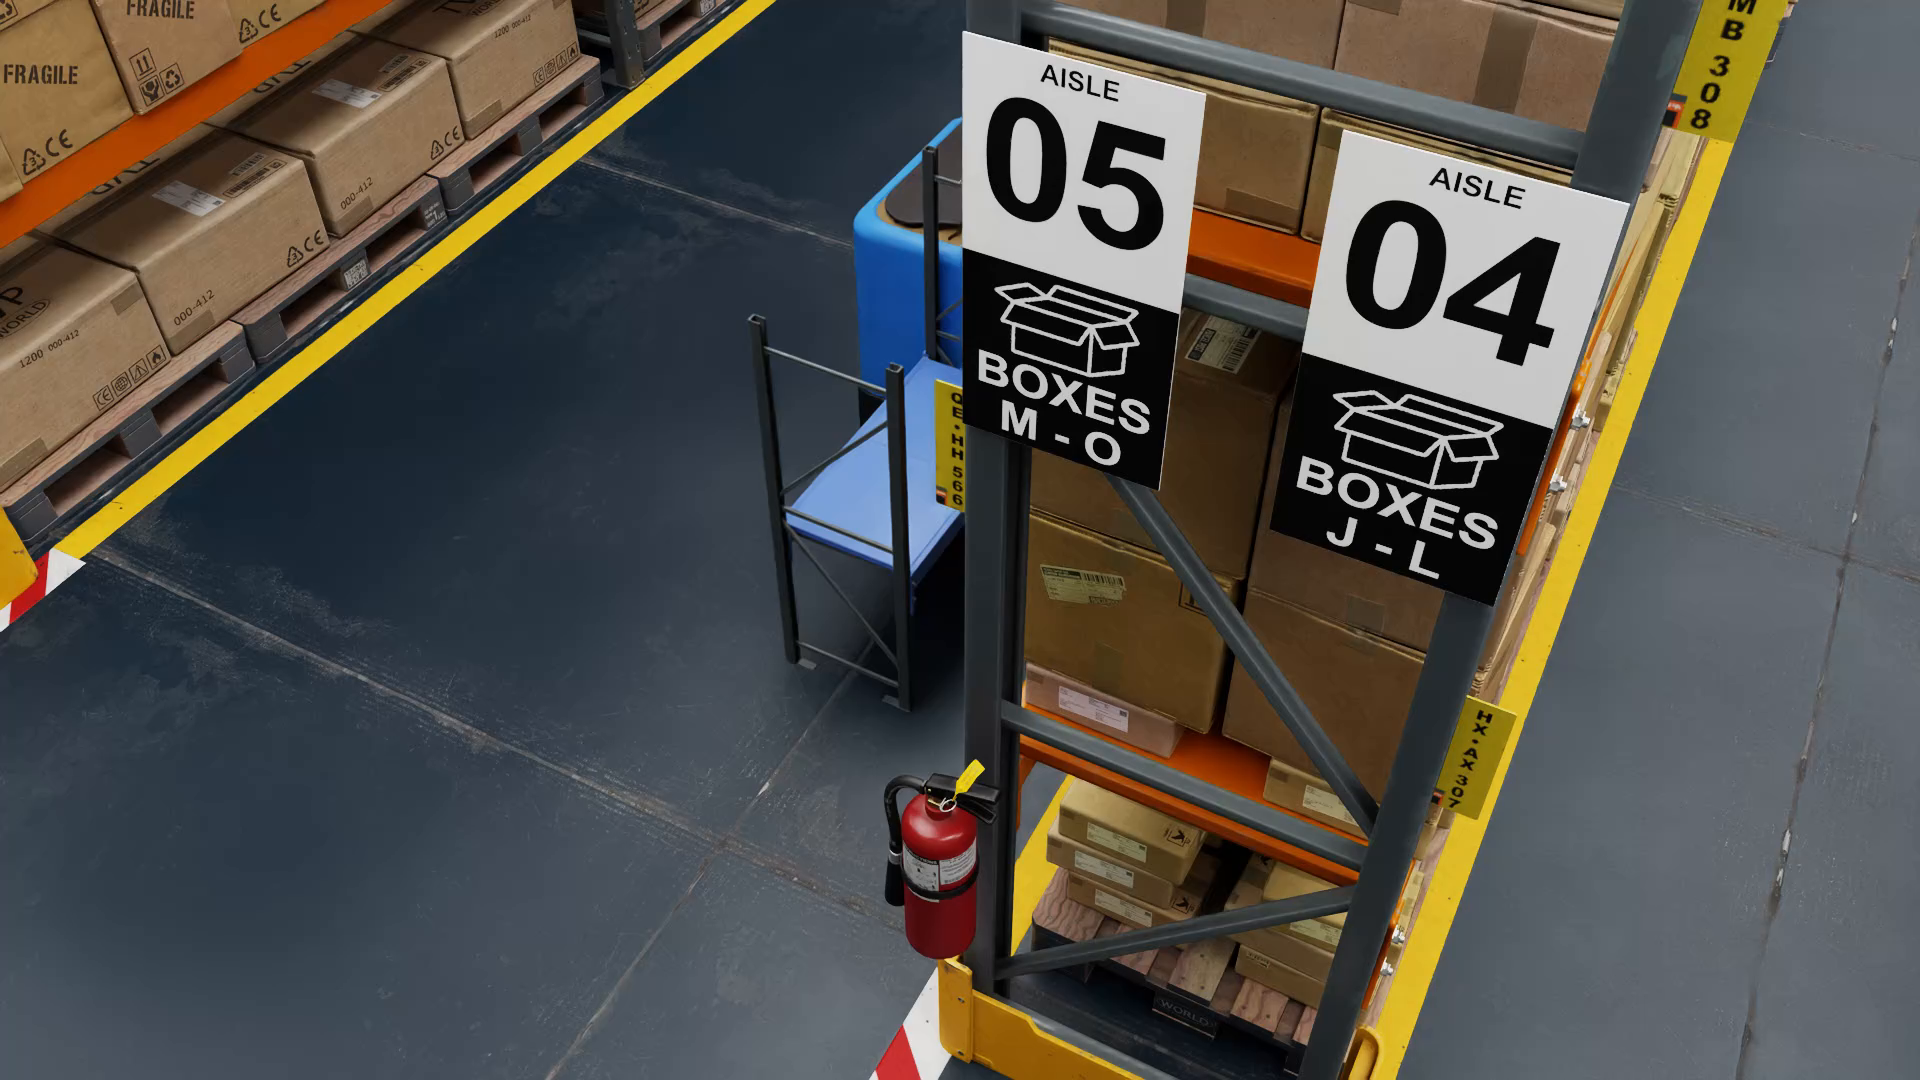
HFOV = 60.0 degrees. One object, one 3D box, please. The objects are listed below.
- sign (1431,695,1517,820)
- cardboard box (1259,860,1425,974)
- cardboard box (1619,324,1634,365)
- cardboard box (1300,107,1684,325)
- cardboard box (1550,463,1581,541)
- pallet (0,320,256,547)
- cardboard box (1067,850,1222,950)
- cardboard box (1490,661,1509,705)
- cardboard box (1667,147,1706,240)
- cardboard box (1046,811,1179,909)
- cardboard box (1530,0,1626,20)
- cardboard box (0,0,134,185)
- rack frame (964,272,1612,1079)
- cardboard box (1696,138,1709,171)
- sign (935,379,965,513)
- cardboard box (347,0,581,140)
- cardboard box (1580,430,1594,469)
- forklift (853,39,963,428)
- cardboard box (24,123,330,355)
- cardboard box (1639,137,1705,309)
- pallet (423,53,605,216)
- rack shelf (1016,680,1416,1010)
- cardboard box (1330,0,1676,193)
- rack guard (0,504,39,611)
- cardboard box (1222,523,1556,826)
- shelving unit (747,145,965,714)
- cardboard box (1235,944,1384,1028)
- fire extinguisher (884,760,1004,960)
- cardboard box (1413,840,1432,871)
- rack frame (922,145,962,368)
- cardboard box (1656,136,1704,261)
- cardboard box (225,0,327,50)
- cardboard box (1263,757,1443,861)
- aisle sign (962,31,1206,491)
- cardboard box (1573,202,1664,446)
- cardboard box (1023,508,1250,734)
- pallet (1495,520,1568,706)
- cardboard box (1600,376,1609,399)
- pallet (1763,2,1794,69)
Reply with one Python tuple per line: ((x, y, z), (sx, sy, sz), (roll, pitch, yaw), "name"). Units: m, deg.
((0.960, 0.412, 3.125), (0.100, 0.325, 0.005), (20, 49, 19), "sign")
((1.023, 0.965, 4.478), (0.380, 0.149, 0.250), (18, 48, 17), "cardboard box")
((2.357, -0.755, 6.387), (0.380, 0.149, 0.250), (18, 48, 17), "cardboard box")
((0.914, -0.663, 2.792), (0.500, 0.250, 0.500), (22, 49, 20), "cardboard box")
((1.861, -0.181, 5.611), (0.380, 0.149, 0.250), (19, 48, 18), "cardboard box")
((-3.650, -0.583, 6.677), (1.003, 0.211, 1.213), (20, 49, 19), "pallet")
((0.539, 0.991, 4.870), (0.380, 0.149, 0.250), (21, 49, 20), "cardboard box")
((1.606, 0.372, 5.483), (0.380, 0.149, 0.250), (18, 48, 17), "cardboard box")
((2.914, -1.629, 7.214), (0.500, 0.500, 0.500), (22, 49, 21), "cardboard box")
((0.471, 0.861, 4.790), (0.380, 0.149, 0.250), (19, 48, 18), "cardboard box")
((0.831, -0.909, 2.404), (0.380, 0.149, 0.250), (20, 49, 19), "cardboard box")
((-3.265, -1.604, 5.656), (0.500, 0.500, 0.500), (20, 49, 19), "cardboard box")
((0.479, 0.537, 3.610), (1.000, 3.000, 0.127), (20, 49, 19), "rack frame")
((2.388, -1.439, 5.740), (0.380, 0.149, 0.250), (19, 48, 18), "cardboard box")
((-0.003, -0.177, 3.279), (0.100, 0.325, 0.005), (20, 49, 19), "sign")
((-2.482, -2.440, 8.059), (0.875, 0.438, 0.875), (20, 49, 19), "cardboard box")
((2.195, -0.445, 6.290), (0.380, 0.149, 0.250), (19, 48, 18), "cardboard box")
((0.750, -2.168, 6.332), (1.130, 2.935, 3.031), (21, 49, 20), "forklift")
((-3.317, -1.308, 6.940), (0.875, 0.438, 0.875), (22, 49, 20), "cardboard box")
((1.887, -1.085, 4.933), (0.500, 0.500, 0.500), (20, 49, 19), "cardboard box")
((-2.518, -2.120, 8.197), (1.003, 0.211, 1.213), (20, 49, 19), "pallet")
((1.407, -0.470, 5.111), (1.077, 0.370, 4.000), (20, 49, 19), "rack shelf")
((0.918, -0.837, 2.613), (0.500, 0.250, 0.500), (21, 49, 20), "cardboard box")
((-3.963, -0.139, 6.036), (1.175, 0.500, 0.348), (20, 49, 19), "rack guard")
((0.932, 0.206, 3.658), (0.500, 0.500, 0.500), (23, 50, 21), "cardboard box")
((-0.140, -0.347, 5.539), (0.538, 1.500, 1.048), (21, 49, 20), "shelving unit")
((1.006, 1.168, 4.696), (0.380, 0.149, 0.250), (21, 49, 20), "cardboard box")
((-0.047, 0.702, 3.764), (0.296, 0.674, 0.183), (20, 49, 19), "fire extinguisher")
((1.127, 0.888, 4.763), (0.380, 0.149, 0.250), (20, 49, 19), "cardboard box")
((0.102, -0.665, 5.853), (0.500, 1.500, 0.032), (21, 49, 20), "rack frame")
((1.646, -1.111, 4.257), (0.500, 0.500, 0.500), (19, 48, 18), "cardboard box")
((-2.795, -2.239, 6.284), (0.500, 0.500, 0.500), (22, 49, 20), "cardboard box")
((0.920, 0.530, 3.794), (0.380, 0.149, 0.250), (20, 49, 19), "cardboard box")
((0.179, -0.429, 2.738), (0.394, 0.787, 0.004), (20, 49, 19), "aisle sign")
((1.151, -0.469, 3.622), (0.500, 0.500, 0.500), (22, 49, 20), "cardboard box")
((0.460, 0.030, 3.832), (0.500, 0.500, 0.500), (21, 49, 20), "cardboard box")
((1.490, 0.204, 5.900), (1.003, 0.211, 1.213), (20, 49, 19), "pallet")
((2.209, -0.694, 6.118), (0.380, 0.149, 0.250), (20, 49, 19), "cardboard box")
((2.819, -2.348, 6.597), (1.003, 0.211, 1.213), (20, 49, 19), "pallet")
